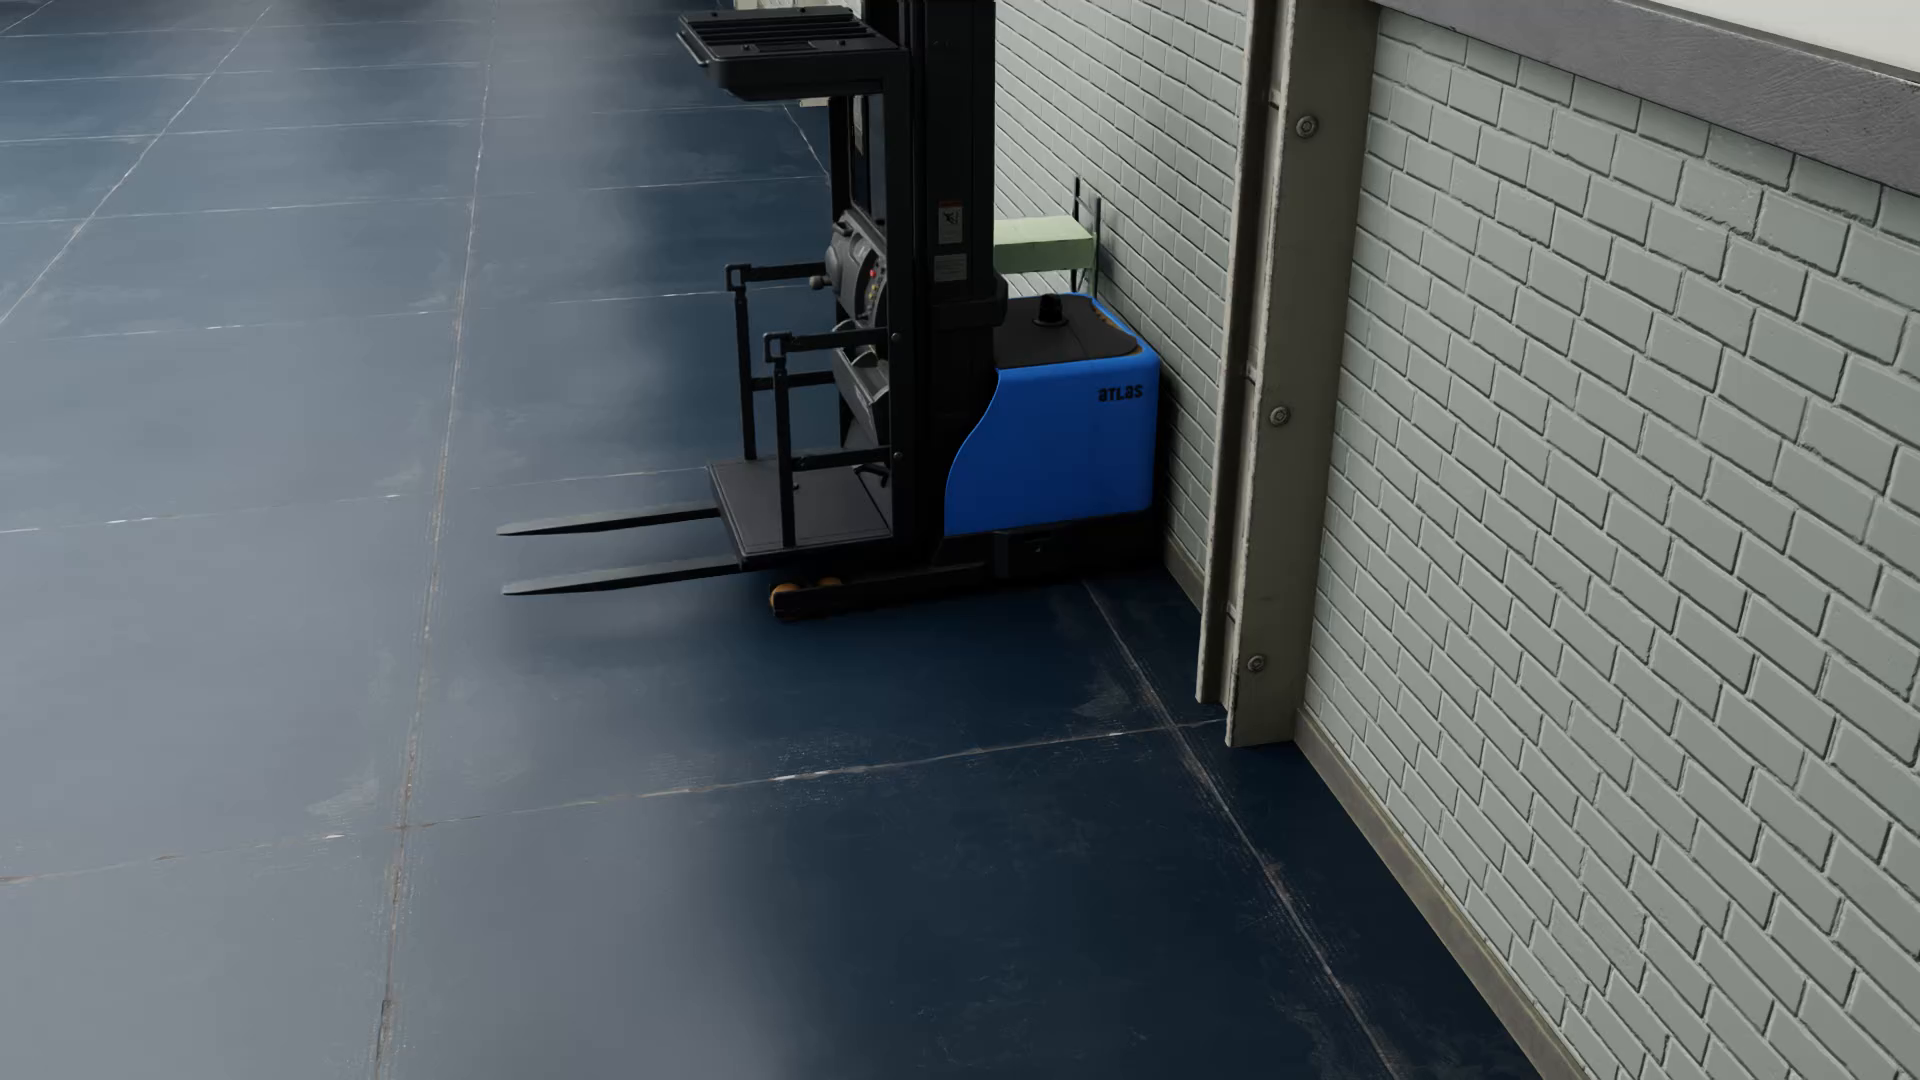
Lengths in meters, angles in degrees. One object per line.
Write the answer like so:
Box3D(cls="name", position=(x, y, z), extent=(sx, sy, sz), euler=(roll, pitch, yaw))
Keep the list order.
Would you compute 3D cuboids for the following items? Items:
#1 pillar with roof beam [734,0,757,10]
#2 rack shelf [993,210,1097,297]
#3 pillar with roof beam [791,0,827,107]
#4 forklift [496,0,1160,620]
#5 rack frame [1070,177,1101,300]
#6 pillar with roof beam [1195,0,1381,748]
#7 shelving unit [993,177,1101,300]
Box3D(cls="pillar with roof beam", position=(-7.073, -10.758, 19.577), extent=(9.100, 9.000, 0.400), euler=(-6, 27, -12))
Box3D(cls="rack shelf", position=(0.292, -1.438, 8.559), extent=(0.720, 0.370, 0.431), euler=(-6, 28, -12))
Box3D(cls="pillar with roof beam", position=(-5.721, -8.124, 14.358), extent=(9.100, 9.000, 0.400), euler=(-6, 27, -12))
Box3D(cls="forklift", position=(-0.647, -1.211, 7.396), extent=(3.031, 2.935, 1.130), euler=(-8, 28, -15))
Box3D(cls="rack frame", position=(0.647, -1.130, 8.816), extent=(0.023, 1.500, 0.400), euler=(-6, 28, -12))
Box3D(cls="pillar with roof beam", position=(-3.017, -2.856, 3.921), extent=(9.100, 9.000, 0.400), euler=(-6, 27, -12))
Box3D(cls="shelving unit", position=(0.291, -1.092, 8.741), extent=(0.755, 1.500, 0.431), euler=(-6, 28, -12))
